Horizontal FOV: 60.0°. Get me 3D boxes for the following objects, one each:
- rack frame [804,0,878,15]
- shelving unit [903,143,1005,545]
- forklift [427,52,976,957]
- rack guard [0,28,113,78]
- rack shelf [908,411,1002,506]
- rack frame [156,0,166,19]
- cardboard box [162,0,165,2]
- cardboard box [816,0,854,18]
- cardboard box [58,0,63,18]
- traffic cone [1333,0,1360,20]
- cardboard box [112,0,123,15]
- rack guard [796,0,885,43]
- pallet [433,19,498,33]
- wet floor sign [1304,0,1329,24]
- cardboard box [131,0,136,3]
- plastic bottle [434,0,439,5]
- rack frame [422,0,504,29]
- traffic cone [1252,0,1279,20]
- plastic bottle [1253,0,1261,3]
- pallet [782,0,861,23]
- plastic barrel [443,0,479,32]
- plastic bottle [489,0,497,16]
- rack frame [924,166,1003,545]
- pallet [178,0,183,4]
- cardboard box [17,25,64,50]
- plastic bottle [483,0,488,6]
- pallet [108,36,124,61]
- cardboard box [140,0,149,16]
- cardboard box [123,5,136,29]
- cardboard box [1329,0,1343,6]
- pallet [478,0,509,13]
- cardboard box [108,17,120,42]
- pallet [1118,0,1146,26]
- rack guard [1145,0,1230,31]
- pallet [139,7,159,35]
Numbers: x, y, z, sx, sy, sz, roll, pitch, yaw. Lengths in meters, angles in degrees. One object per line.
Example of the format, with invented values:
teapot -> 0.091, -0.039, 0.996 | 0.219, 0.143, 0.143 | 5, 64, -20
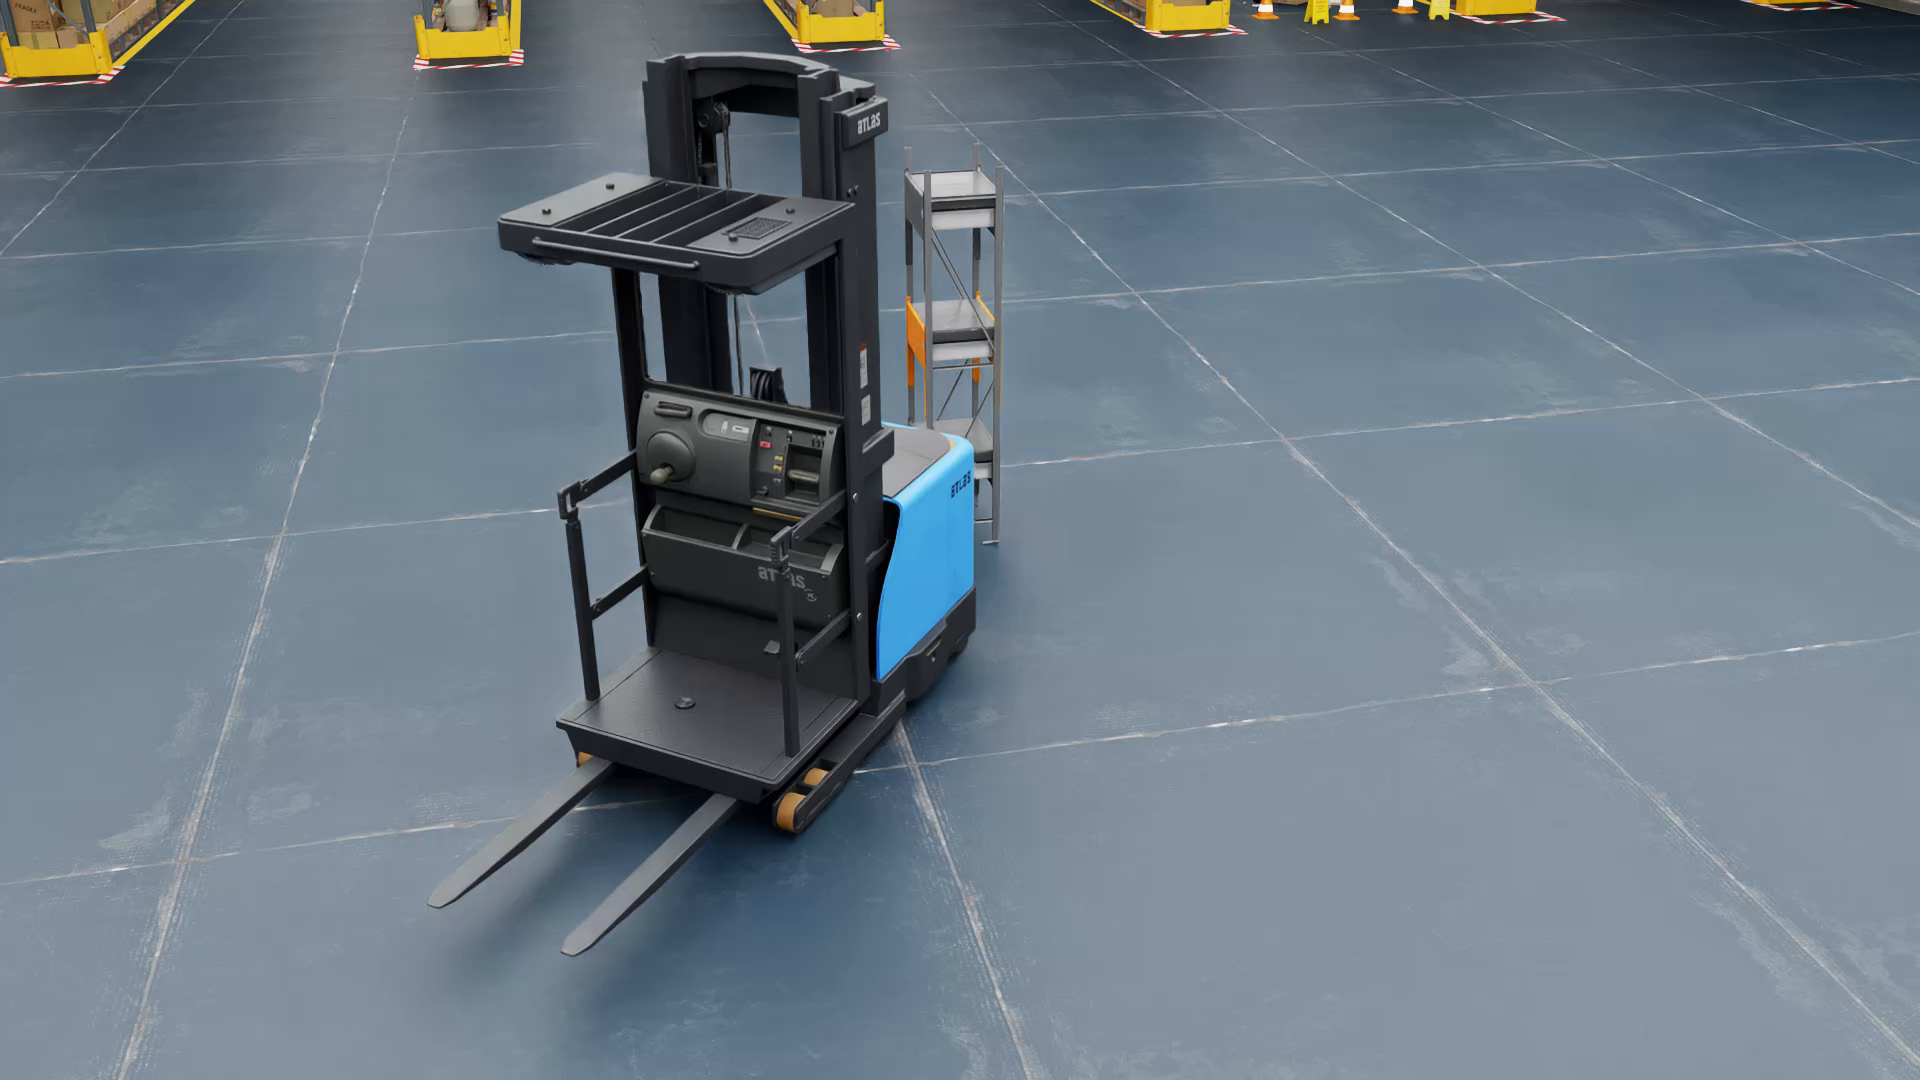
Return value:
rack frame -> -1.619, -8.206, 22.180 | 1.000, 3.000, 0.127 | -6, 27, -12
shelving unit -> -0.037, -1.010, 8.921 | 0.431, 2.100, 0.503 | -6, 27, -12
forklift -> -1.010, -0.325, 6.641 | 1.130, 2.935, 3.031 | 12, 29, 23
rack guard -> -11.266, -6.076, 20.733 | 1.175, 0.500, 0.348 | -6, 27, -12
rack shelf -> -0.037, -0.373, 9.242 | 0.431, 0.518, 0.480 | -6, 27, -12
rack frame -> -12.173, -8.958, 23.669 | 1.000, 3.000, 0.127 | -6, 27, -12
cardboard box -> -12.023, -8.120, 24.595 | 0.500, 0.250, 0.500 | -7, 28, -13
cardboard box -> -1.744, -7.554, 23.195 | 0.500, 0.500, 0.500 | -1, 27, -2
cardboard box -> -11.922, -7.140, 21.820 | 0.500, 0.500, 0.500 | -6, 27, -12
traffic cone -> 5.677, -7.876, 24.341 | 0.336, 0.463, 0.334 | -6, 27, -12
cardboard box -> -11.415, -7.192, 21.924 | 0.500, 0.500, 0.500 | -6, 27, -12
rack guard -> -1.636, -7.124, 22.809 | 1.175, 0.500, 0.348 | -6, 27, -12
pallet -> -6.686, -6.844, 22.576 | 1.003, 0.211, 1.213 | -6, 27, -12
wet floor sign -> 5.171, -7.803, 23.994 | 0.267, 0.644, 0.232 | -11, 29, -20
cardboard box -> -11.638, -7.632, 22.795 | 0.500, 0.500, 0.500 | -6, 27, -12
plastic bottle -> -7.330, -7.498, 23.304 | 0.061, 0.283, 0.133 | -5, 27, -10
rack frame -> -6.445, -7.704, 21.184 | 1.000, 3.000, 0.127 | -6, 27, -12
traffic cone -> 4.500, -7.911, 24.409 | 0.336, 0.463, 0.334 | -6, 27, -12
plastic bottle -> 4.636, -8.348, 25.722 | 0.133, 0.061, 0.283 | -16, 31, -29
pallet -> -2.057, -7.890, 24.647 | 1.003, 0.211, 1.213 | -6, 27, -12
plastic barrel -> -6.668, -7.062, 22.207 | 0.421, 0.512, 0.421 | 0, 27, 0
plastic bottle -> -6.550, -7.510, 23.339 | 0.097, 0.271, 0.097 | 0, 27, 0
rack frame -> 0.018, -0.903, 8.709 | 0.400, 2.100, 0.015 | -6, 27, -12
pallet -> -12.656, -8.569, 25.994 | 1.003, 0.211, 1.213 | -6, 27, -12
cardboard box -> -11.680, -6.368, 21.122 | 0.500, 0.250, 0.500 | -6, 27, -12
plastic bottle -> -6.875, -7.881, 24.061 | 0.061, 0.283, 0.133 | -6, 27, -12
pallet -> -11.485, -6.289, 21.475 | 1.003, 0.211, 1.213 | -6, 27, -12
cardboard box -> -11.753, -7.516, 23.398 | 0.500, 0.250, 0.500 | -6, 27, -12
cardboard box -> -11.512, -7.079, 22.531 | 0.500, 0.250, 0.500 | -6, 27, -12
cardboard box -> 5.772, -8.310, 25.549 | 0.380, 0.149, 0.250 | 8, 28, 15
pallet -> -7.236, -7.916, 24.698 | 1.003, 0.211, 1.213 | -6, 27, -12
cardboard box -> -11.292, -6.639, 21.660 | 0.500, 0.250, 0.500 | -6, 27, -12
pallet -> 2.979, -7.764, 24.398 | 1.003, 0.211, 1.213 | -6, 27, -12
rack guard -> 3.241, -7.539, 23.632 | 1.175, 0.500, 0.348 | -6, 27, -12
pallet -> -12.035, -7.360, 23.597 | 1.003, 0.211, 1.213 | -6, 27, -12
